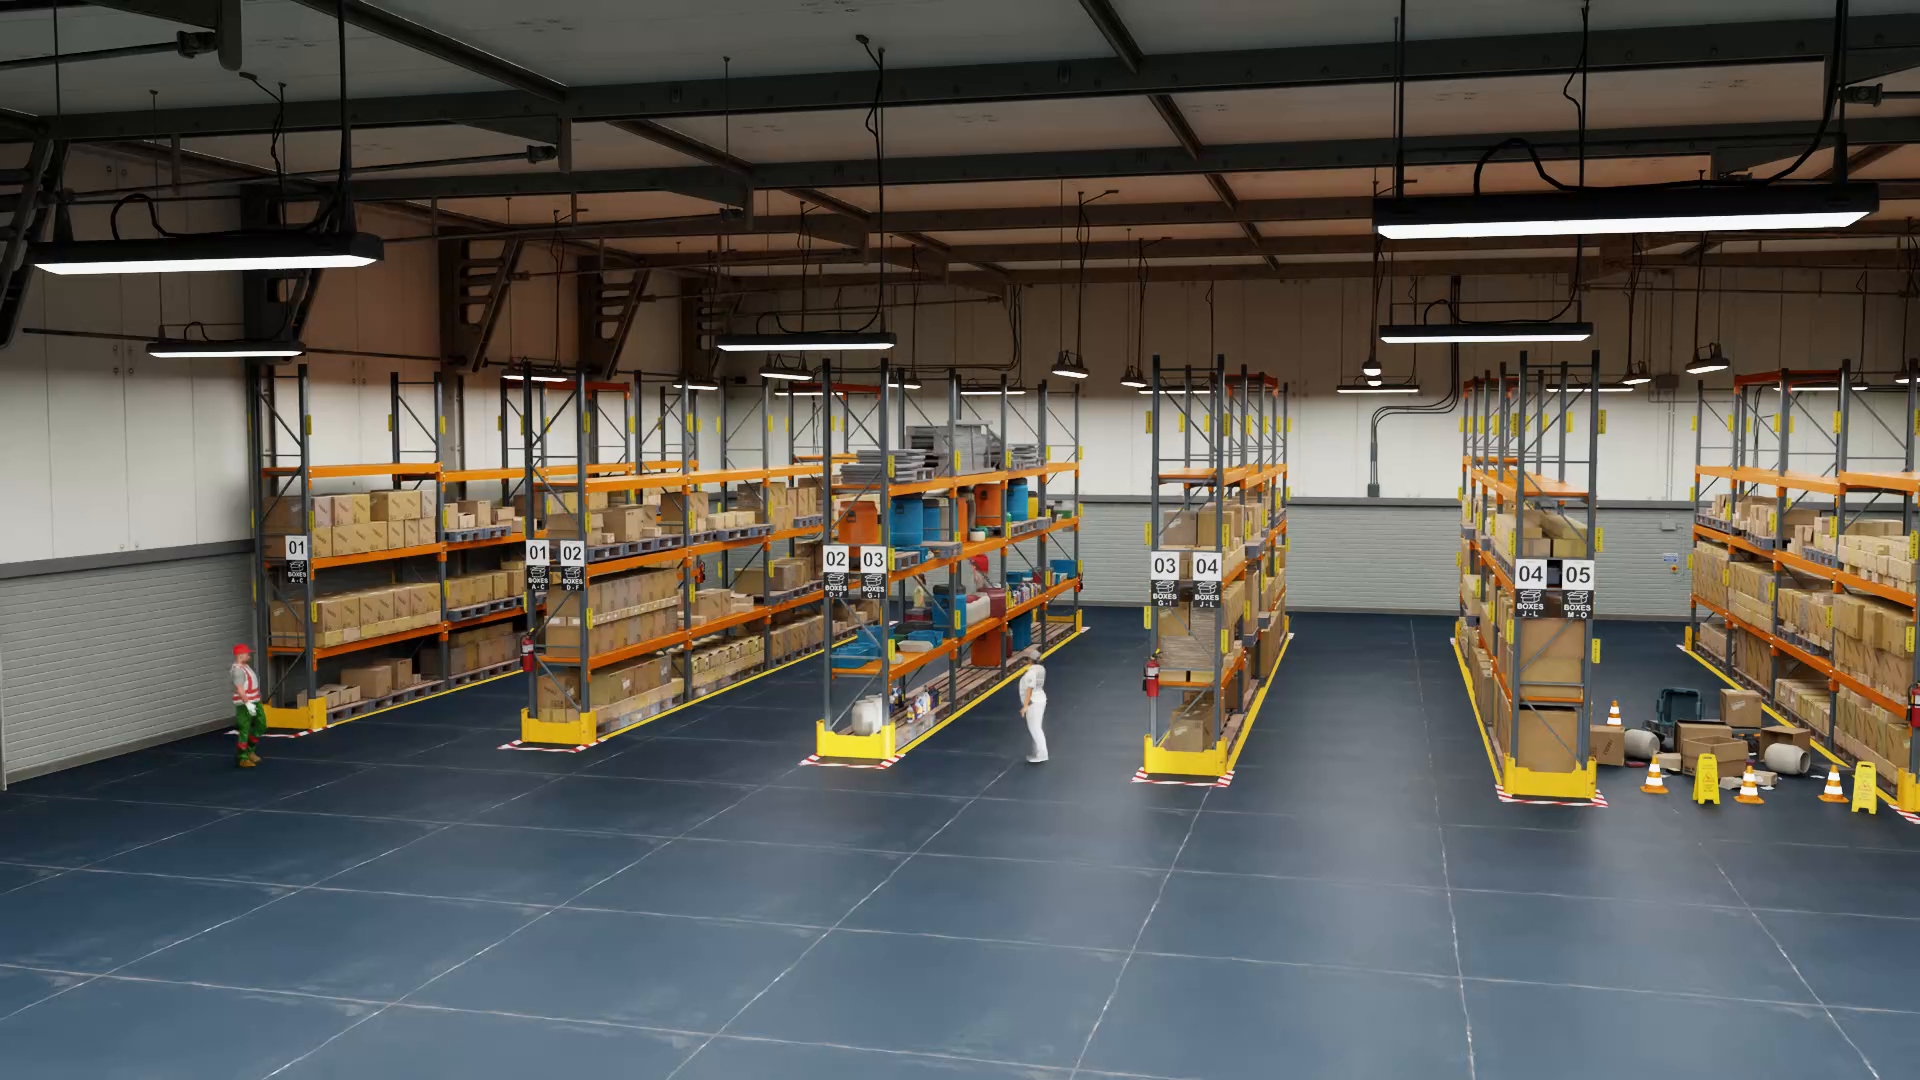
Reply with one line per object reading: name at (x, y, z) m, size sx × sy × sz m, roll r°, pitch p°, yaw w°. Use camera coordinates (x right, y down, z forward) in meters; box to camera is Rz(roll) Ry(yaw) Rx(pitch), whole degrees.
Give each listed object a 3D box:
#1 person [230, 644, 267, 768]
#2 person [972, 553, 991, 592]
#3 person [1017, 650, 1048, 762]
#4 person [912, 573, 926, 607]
person at (-10.465, 2.422, 24.479) m, size 0.555 × 1.792 × 0.619 m, roll 1°, pitch 4°, yaw 10°
person at (0.600, 1.013, 45.325) m, size 0.475 × 1.739 × 0.606 m, roll 2°, pitch 4°, yaw 25°
person at (1.089, 2.470, 24.764) m, size 0.472 × 1.681 × 0.510 m, roll 1°, pitch 4°, yaw 8°
person at (-0.957, 1.580, 37.596) m, size 0.409 × 1.702 × 0.549 m, roll -1°, pitch 4°, yaw -10°
